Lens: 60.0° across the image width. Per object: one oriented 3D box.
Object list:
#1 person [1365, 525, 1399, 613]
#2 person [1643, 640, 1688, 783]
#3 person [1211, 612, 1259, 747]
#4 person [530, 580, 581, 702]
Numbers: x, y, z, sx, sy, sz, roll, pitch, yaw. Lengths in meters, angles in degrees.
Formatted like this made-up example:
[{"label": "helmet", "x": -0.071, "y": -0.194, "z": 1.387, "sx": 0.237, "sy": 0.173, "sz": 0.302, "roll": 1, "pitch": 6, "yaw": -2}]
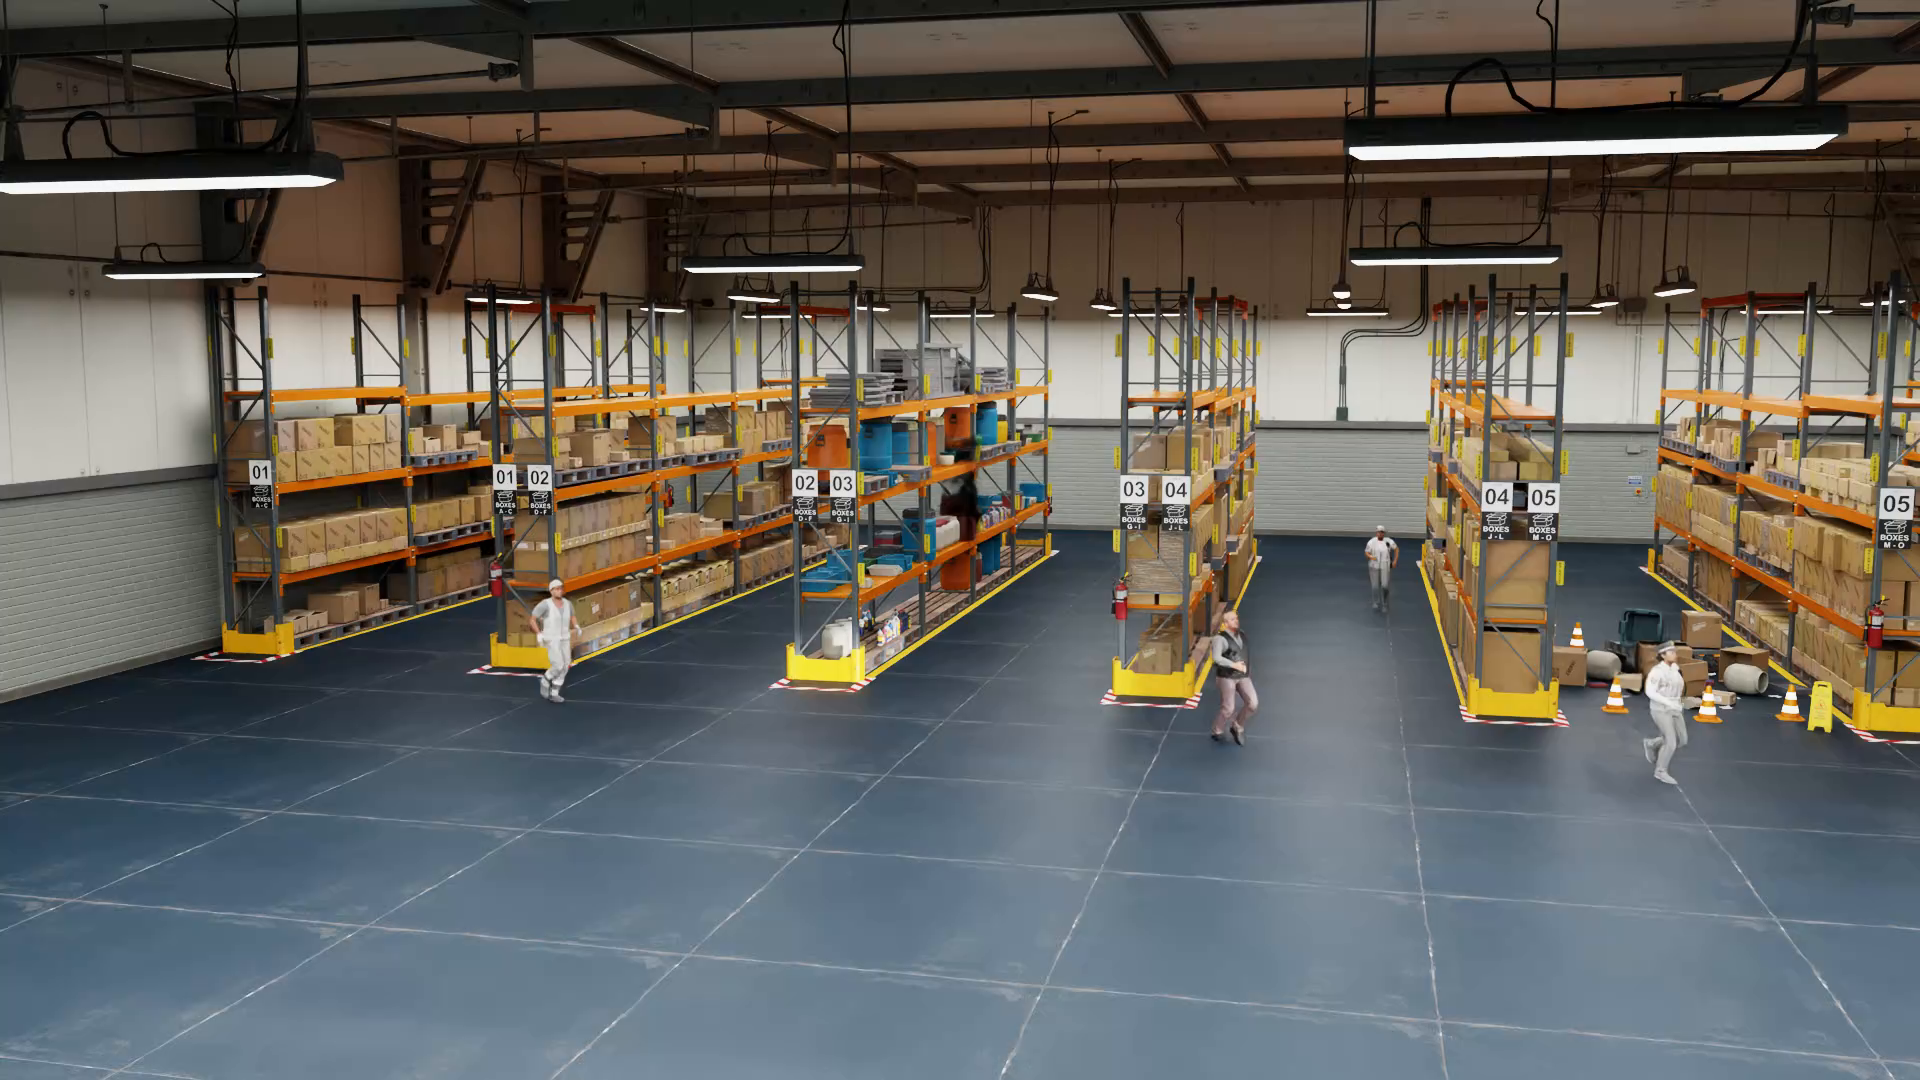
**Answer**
[{"label": "person", "x": 8.011, "y": 0.570, "z": 31.644, "sx": 0.619, "sy": 1.711, "sz": 0.691, "roll": 2, "pitch": 7, "yaw": 16}, {"label": "person", "x": 8.207, "y": 1.979, "z": 19.315, "sx": 0.652, "sy": 1.664, "sz": 0.525, "roll": -5, "pitch": 8, "yaw": -35}, {"label": "person", "x": 3.453, "y": 1.757, "z": 20.995, "sx": 0.659, "sy": 1.718, "sz": 0.667, "roll": -4, "pitch": 8, "yaw": -31}, {"label": "person", "x": -5.686, "y": 1.430, "z": 23.570, "sx": 0.583, "sy": 1.749, "sz": 0.668, "roll": 6, "pitch": 9, "yaw": 41}]
